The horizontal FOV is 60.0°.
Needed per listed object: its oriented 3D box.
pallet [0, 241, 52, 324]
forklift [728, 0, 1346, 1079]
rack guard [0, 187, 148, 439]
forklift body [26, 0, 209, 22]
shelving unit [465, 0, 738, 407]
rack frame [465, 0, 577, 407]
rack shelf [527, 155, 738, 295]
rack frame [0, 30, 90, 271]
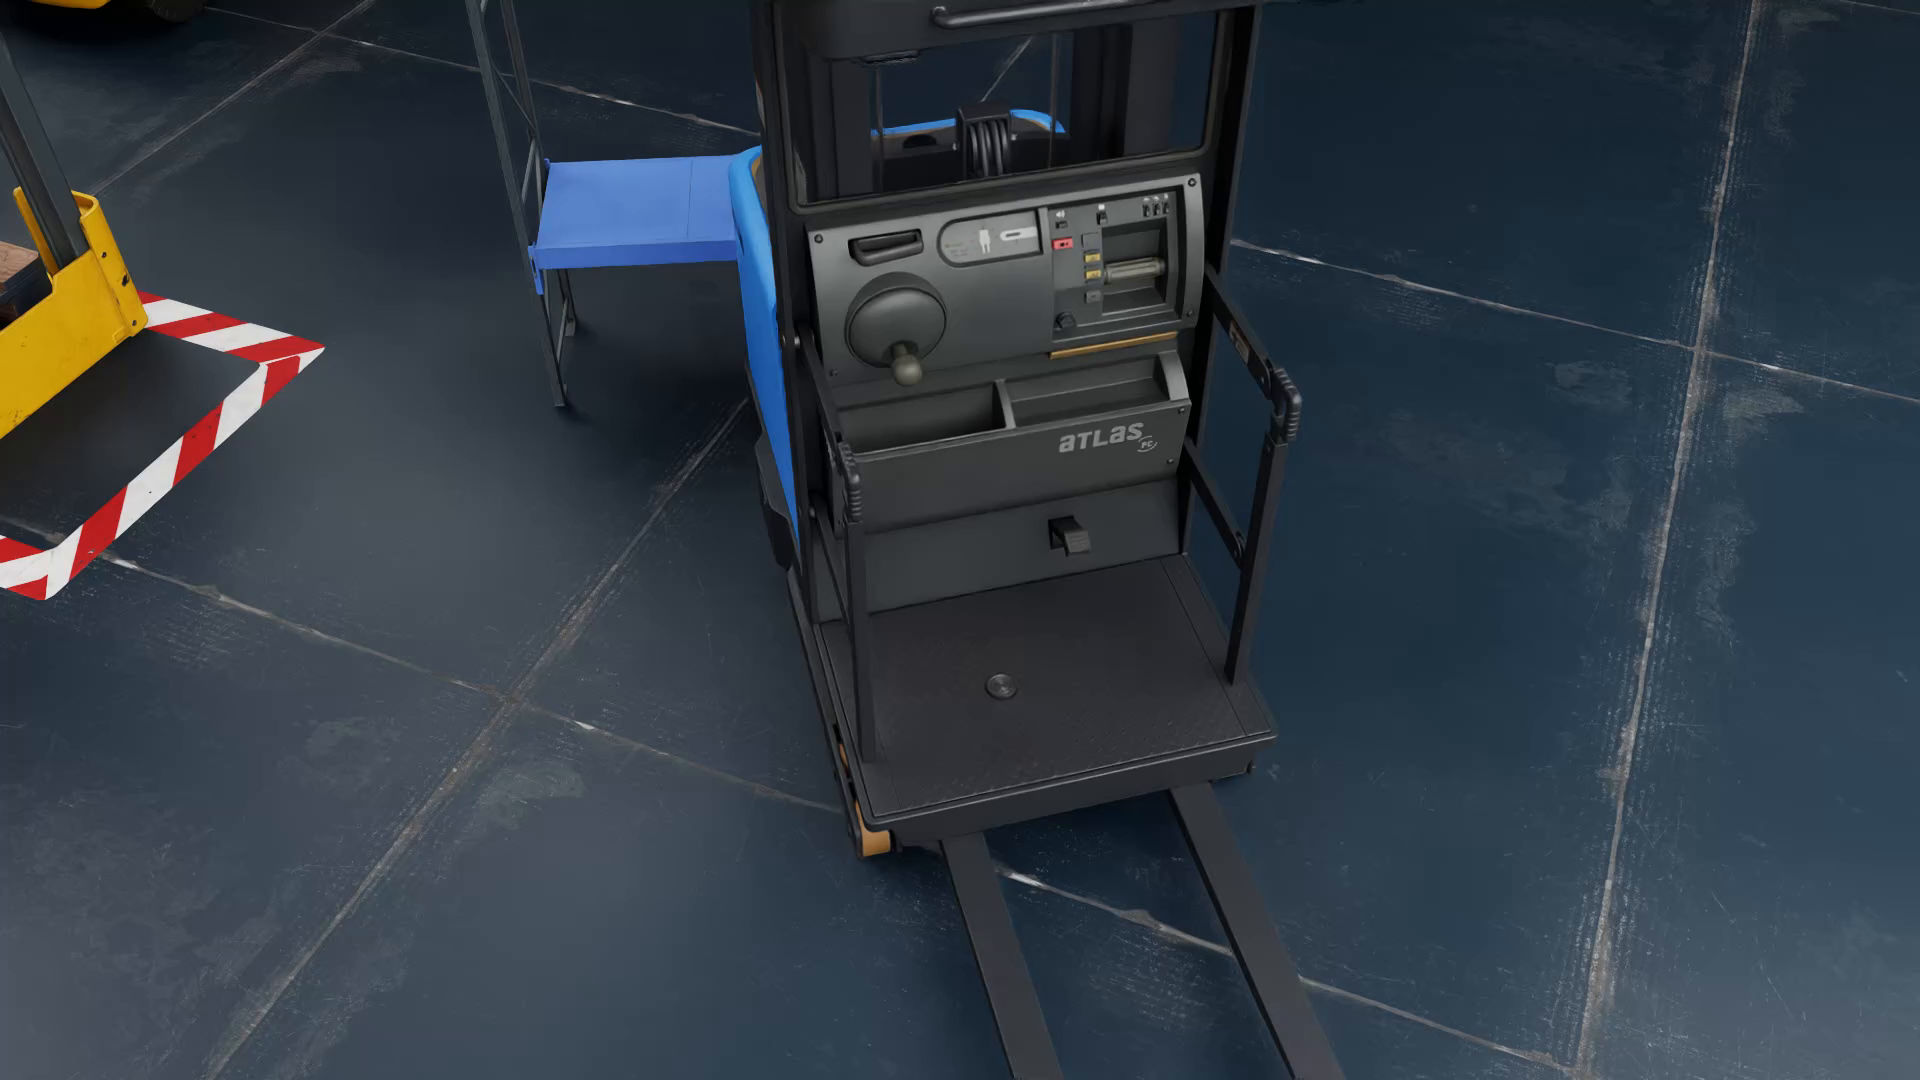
[{"bbox_3d":[-4.052,-0.797,5.901,1.213,0.211,1.003,16,47,16],"label":"pallet"},{"bbox_3d":[0.175,-0.513,3.688,1.130,2.935,3.031,-11,46,-10],"label":"forklift"},{"bbox_3d":[-3.316,-0.656,5.555,0.348,0.500,1.175,16,47,16],"label":"rack guard"},{"bbox_3d":[-3.790,-3.780,7.524,1.214,2.155,2.313,16,47,16],"label":"forklift body"},{"bbox_3d":[-0.886,-1.193,5.386,1.048,1.500,0.538,-3,45,-3],"label":"shelving unit"},{"bbox_3d":[-1.393,-1.165,5.357,0.032,1.500,0.500,-3,45,-3],"label":"rack frame"},{"bbox_3d":[-0.886,-1.066,5.513,1.000,0.185,0.538,-3,45,-3],"label":"rack shelf"},{"bbox_3d":[-3.246,-1.521,4.652,0.127,3.000,1.000,16,47,16],"label":"rack frame"}]
